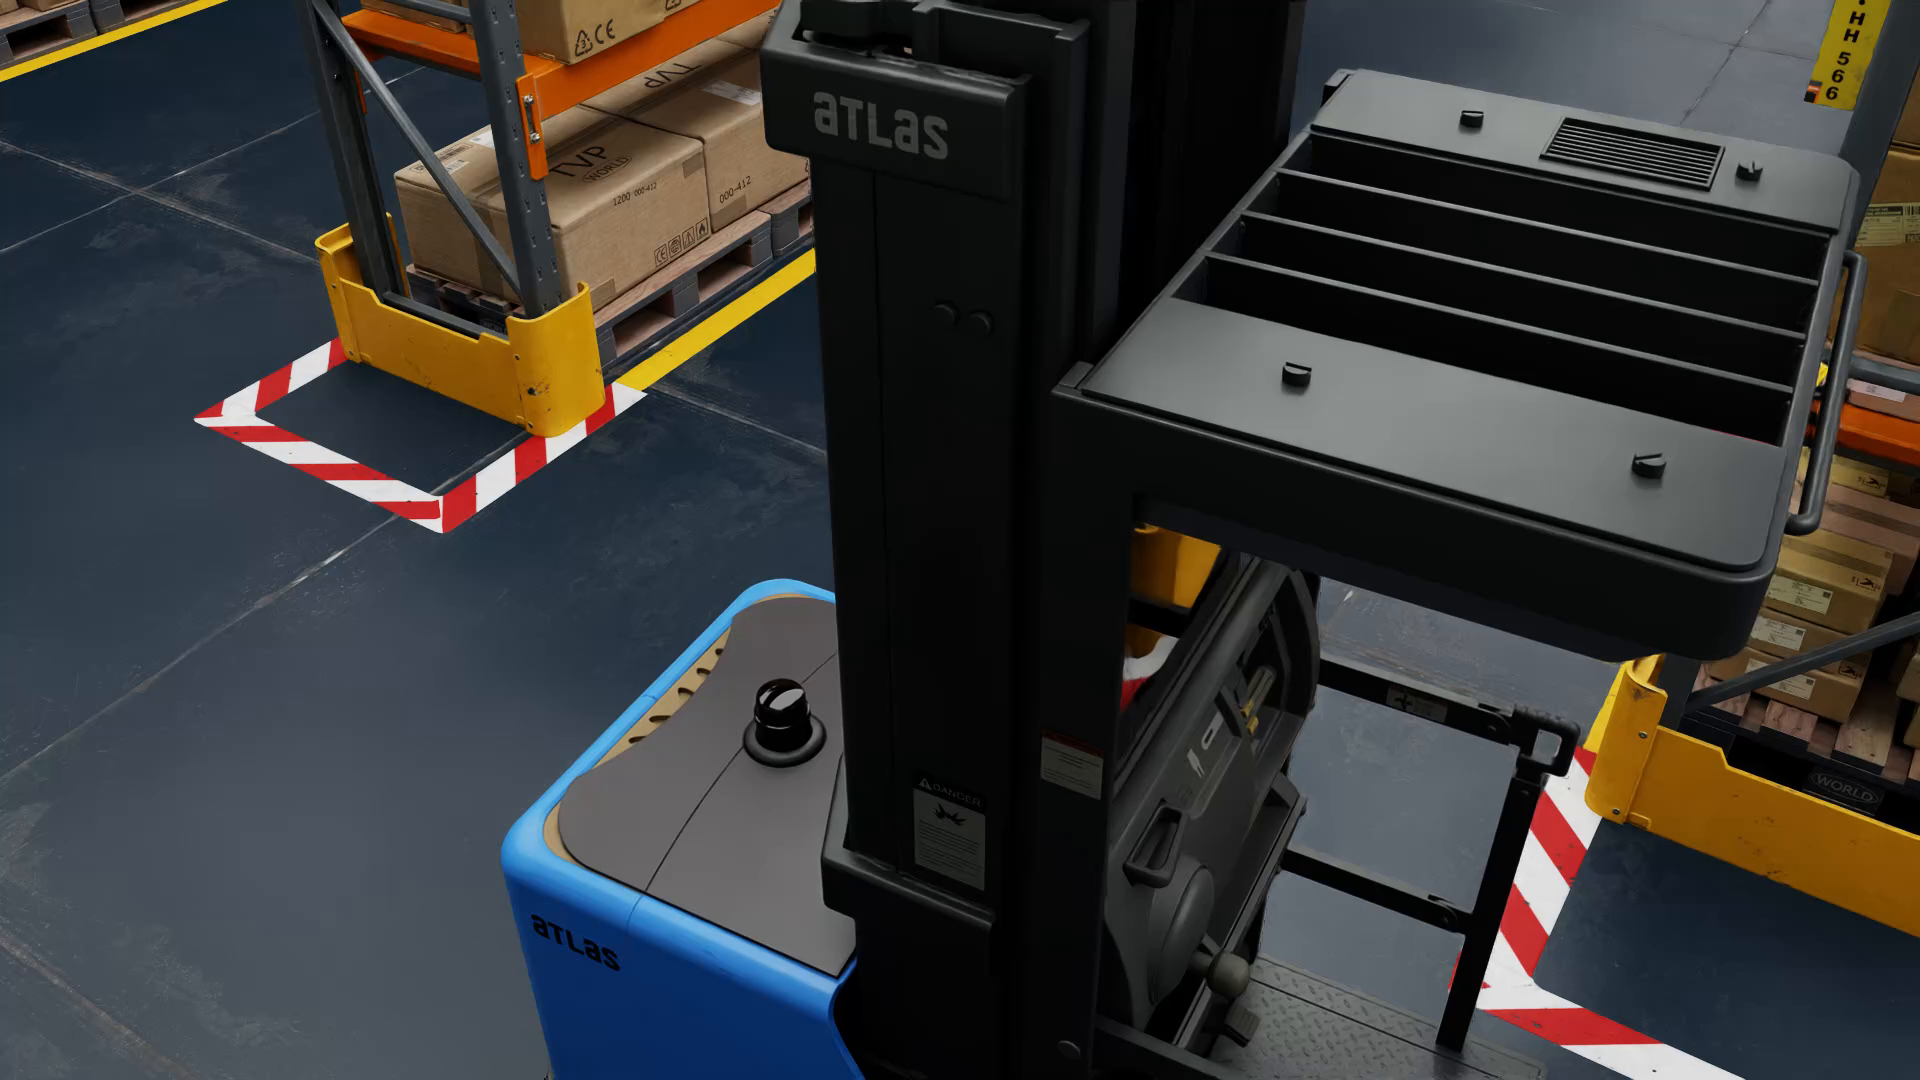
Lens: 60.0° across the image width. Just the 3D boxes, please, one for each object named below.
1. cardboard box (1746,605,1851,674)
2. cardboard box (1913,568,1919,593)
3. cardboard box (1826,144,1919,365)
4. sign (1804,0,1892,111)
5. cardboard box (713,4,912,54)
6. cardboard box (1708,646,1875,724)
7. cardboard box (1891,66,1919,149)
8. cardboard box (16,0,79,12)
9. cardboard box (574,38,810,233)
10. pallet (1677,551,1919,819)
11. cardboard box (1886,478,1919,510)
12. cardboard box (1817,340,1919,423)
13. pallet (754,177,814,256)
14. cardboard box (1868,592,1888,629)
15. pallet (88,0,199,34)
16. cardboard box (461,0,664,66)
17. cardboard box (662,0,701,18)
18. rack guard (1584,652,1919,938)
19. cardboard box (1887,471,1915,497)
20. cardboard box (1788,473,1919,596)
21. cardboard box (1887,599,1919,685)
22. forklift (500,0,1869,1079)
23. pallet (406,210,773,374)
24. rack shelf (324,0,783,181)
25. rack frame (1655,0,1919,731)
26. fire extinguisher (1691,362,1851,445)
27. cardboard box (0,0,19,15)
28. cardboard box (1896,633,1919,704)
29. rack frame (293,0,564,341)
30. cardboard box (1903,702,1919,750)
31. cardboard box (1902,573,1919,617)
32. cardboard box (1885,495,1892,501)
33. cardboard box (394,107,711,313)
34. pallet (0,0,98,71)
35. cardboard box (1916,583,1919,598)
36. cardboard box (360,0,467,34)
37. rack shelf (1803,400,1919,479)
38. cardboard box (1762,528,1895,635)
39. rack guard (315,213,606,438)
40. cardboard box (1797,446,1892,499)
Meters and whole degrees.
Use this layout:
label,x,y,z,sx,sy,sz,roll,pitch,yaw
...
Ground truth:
label,x,y,z,sx,sy,sz,roll,pitch,yaw
cardboard box,2.356,0.199,4.783,0.380,0.149,0.250,20,42,24
cardboard box,3.063,0.100,4.911,0.380,0.149,0.250,22,43,26
cardboard box,2.338,-0.754,3.946,0.500,0.500,0.500,22,43,26
sign,1.857,-1.057,3.457,0.100,0.325,0.005,21,42,25
cardboard box,-0.682,-2.311,8.046,0.875,0.438,0.875,20,42,24
cardboard box,2.420,0.342,4.840,0.380,0.149,0.250,22,43,26
cardboard box,2.350,-1.152,3.643,0.500,0.500,0.500,20,42,24
cardboard box,-5.214,-3.358,9.353,0.700,0.500,0.500,23,43,27
cardboard box,-1.167,-1.847,7.444,0.875,0.438,0.875,22,43,26
pallet,2.820,0.377,5.088,1.003,0.211,1.213,21,42,25
cardboard box,2.864,-0.175,5.267,0.380,0.149,0.250,21,42,25
cardboard box,2.251,-0.442,4.072,0.380,0.149,0.250,21,42,25
pallet,-0.903,-1.808,7.922,1.003,0.211,1.213,21,42,25
cardboard box,2.542,0.081,4.935,0.380,0.149,0.250,20,42,24
pallet,-4.991,-3.442,10.042,1.003,0.211,1.213,21,42,25
cardboard box,-1.420,-2.041,5.859,0.500,0.500,0.500,21,42,25
cardboard box,-1.172,-2.311,6.209,0.500,0.500,0.500,21,42,25
rack guard,2.355,0.670,4.472,1.175,0.500,0.348,21,42,25
cardboard box,2.791,-0.308,5.197,0.380,0.149,0.250,19,42,23
cardboard box,2.567,-0.020,4.823,0.380,0.149,0.250,22,43,26
cardboard box,2.937,0.355,4.824,0.380,0.149,0.250,21,42,25
forklift,0.628,0.437,2.782,3.031,2.935,1.130,18,41,22
pallet,-1.557,-1.181,7.110,1.003,0.211,1.213,21,42,25
rack shelf,-0.848,-2.594,7.247,1.077,0.370,4.000,21,42,25
rack frame,2.315,-0.281,3.658,1.000,3.000,0.127,21,42,25
fire extinguisher,1.790,-0.124,3.822,0.296,0.674,0.183,21,42,25
cardboard box,-5.444,-2.998,9.173,0.380,0.149,0.250,19,42,23
cardboard box,2.812,0.378,4.550,0.380,0.149,0.250,23,43,27
rack frame,-1.919,-1.848,5.690,1.000,3.000,0.127,21,42,25
cardboard box,2.866,0.516,4.614,0.380,0.149,0.250,22,43,26
cardboard box,3.064,0.224,4.993,0.380,0.149,0.250,22,43,26
cardboard box,2.633,-0.070,5.131,0.380,0.149,0.250,19,42,23
cardboard box,-1.650,-1.373,6.828,0.875,0.438,0.875,20,42,24
pallet,-5.645,-2.816,9.230,1.003,0.211,1.213,21,42,25
cardboard box,2.928,0.106,4.660,0.380,0.149,0.250,22,43,26
cardboard box,-1.884,-2.223,6.095,0.500,0.500,0.500,21,42,25
rack shelf,3.386,-1.027,5.215,1.077,0.370,4.000,21,42,25
cardboard box,2.384,0.090,4.680,0.380,0.149,0.250,22,43,26
rack guard,-1.932,-0.846,6.438,1.175,0.500,0.348,21,42,25
cardboard box,2.599,-0.195,5.050,0.380,0.149,0.250,20,42,24
